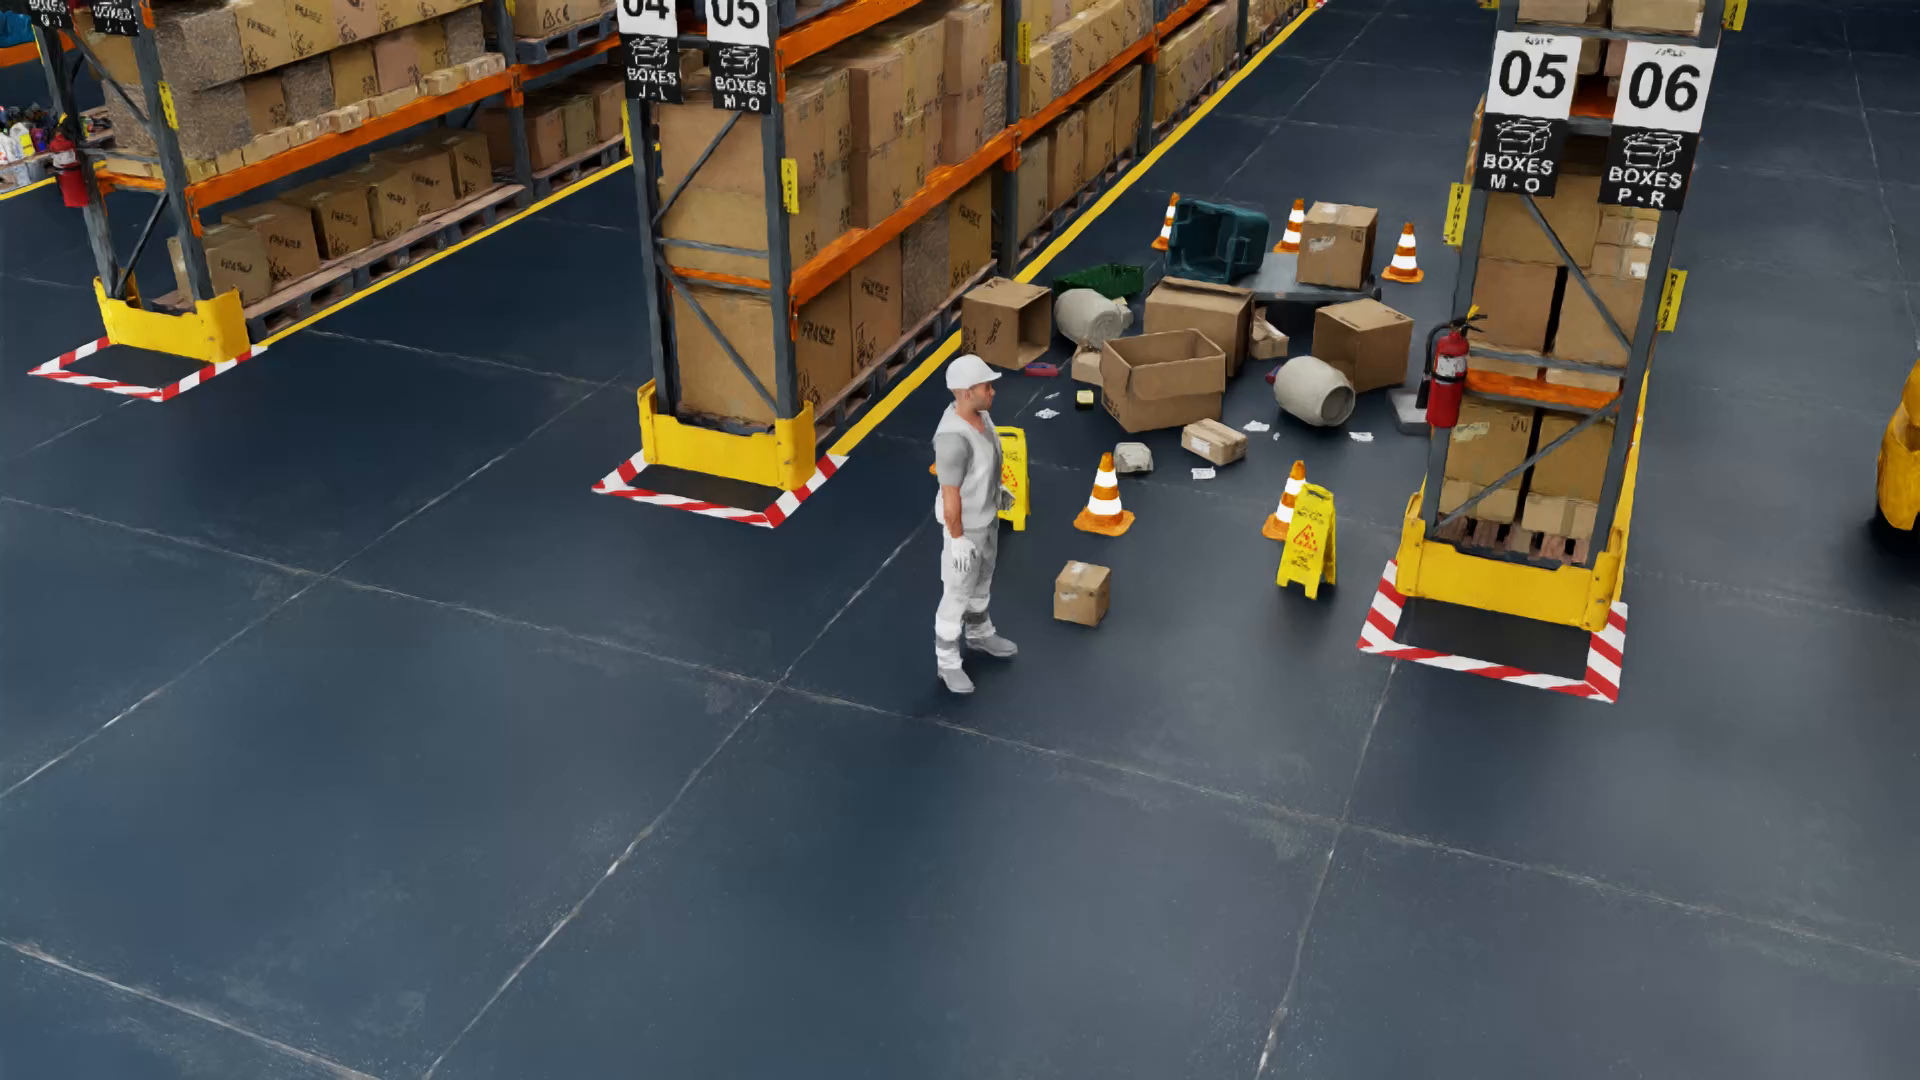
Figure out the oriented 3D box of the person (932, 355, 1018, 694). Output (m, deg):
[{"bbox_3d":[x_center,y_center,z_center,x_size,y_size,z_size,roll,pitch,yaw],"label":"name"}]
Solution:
[{"bbox_3d":[0.088,-0.122,8.522,0.396,1.798,0.662,9,31,16],"label":"person"}]
